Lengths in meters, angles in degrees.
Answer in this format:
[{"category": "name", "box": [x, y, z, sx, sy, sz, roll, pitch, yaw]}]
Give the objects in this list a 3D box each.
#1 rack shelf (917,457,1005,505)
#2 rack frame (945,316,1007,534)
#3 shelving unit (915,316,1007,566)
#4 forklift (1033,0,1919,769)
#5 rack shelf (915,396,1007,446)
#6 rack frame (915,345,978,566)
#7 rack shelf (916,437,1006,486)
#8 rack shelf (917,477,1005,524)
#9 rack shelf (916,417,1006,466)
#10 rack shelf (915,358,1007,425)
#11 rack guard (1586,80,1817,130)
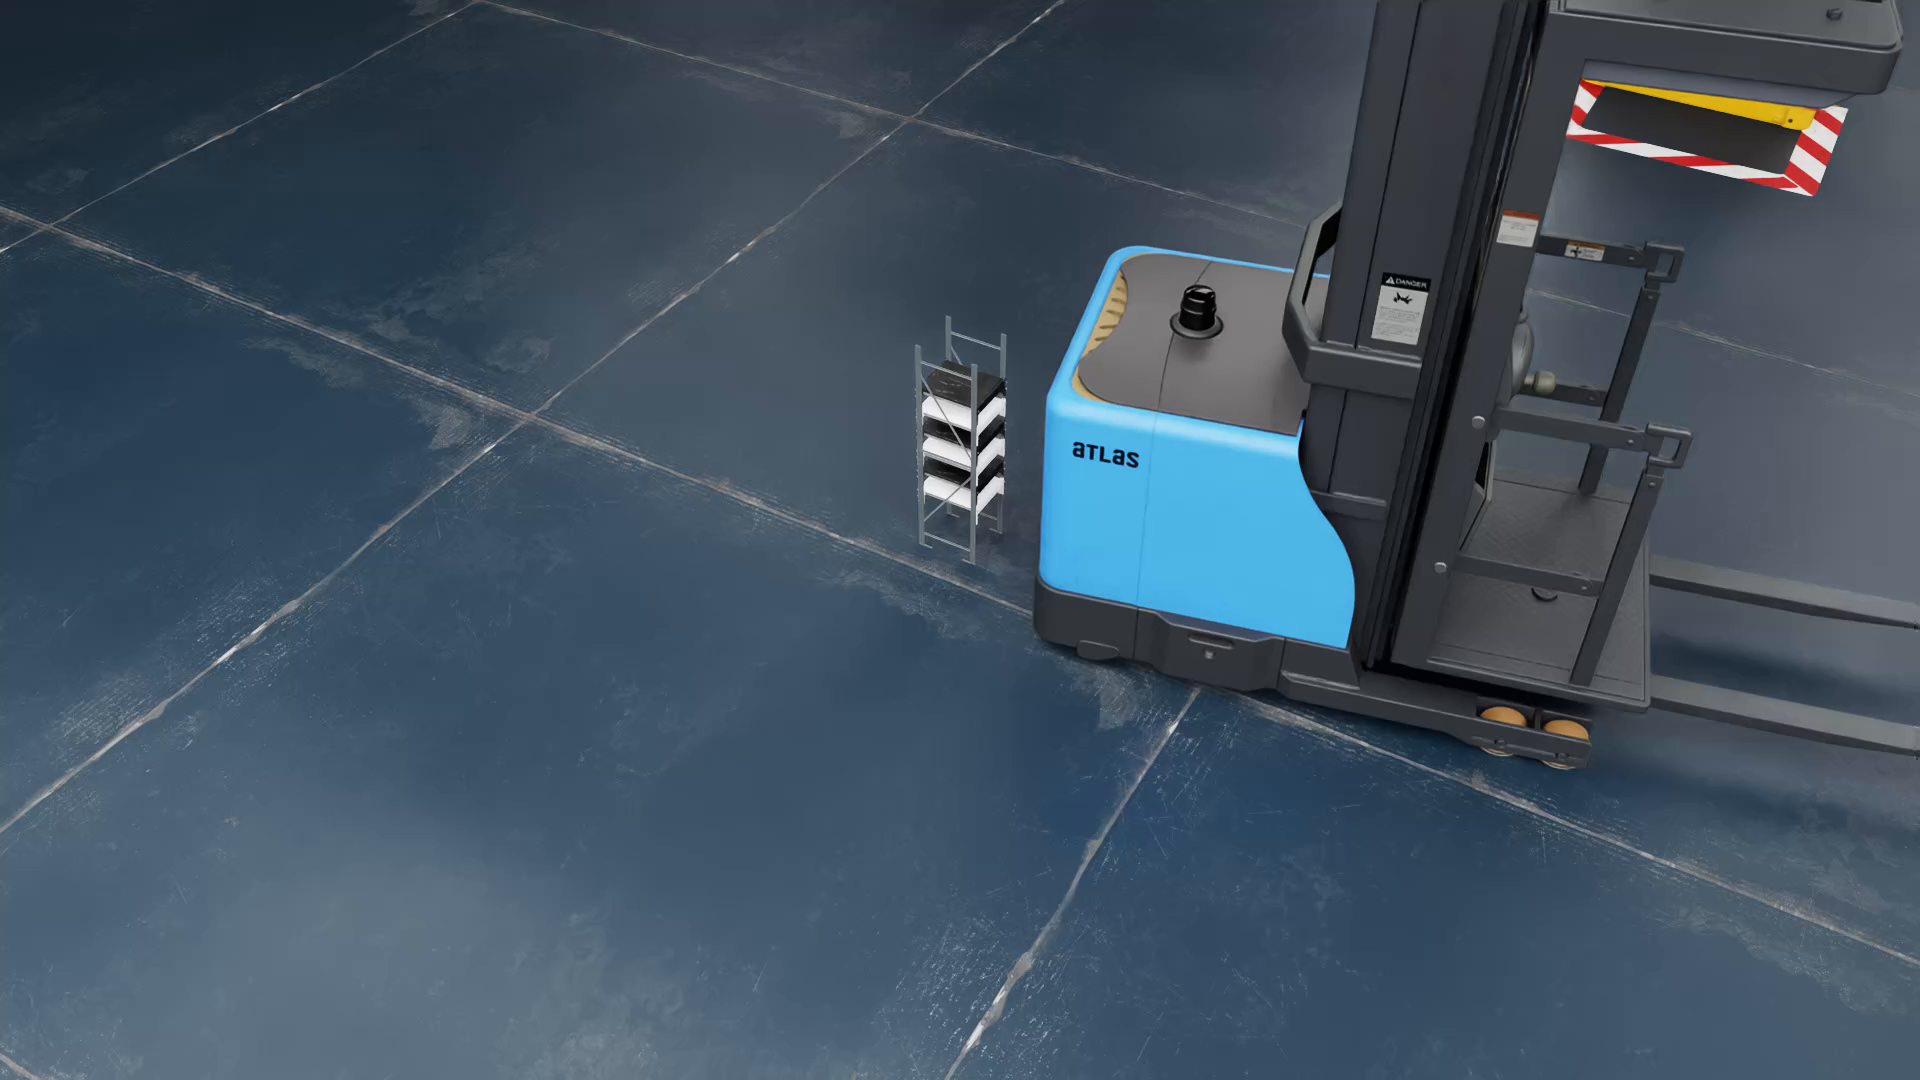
[{"category": "rack shelf", "box": [0.004, -0.250, 6.039, 0.258, 0.077, 0.200, 21, 45, 22]}, {"category": "rack frame", "box": [0.055, -0.401, 6.024, 0.240, 0.900, 0.006, 21, 45, 22]}, {"category": "shelving unit", "box": [0.004, -0.342, 5.958, 0.258, 0.900, 0.210, 21, 45, 22]}, {"category": "forklift", "box": [1.830, -0.750, 4.884, 3.031, 2.935, 1.130, 11, 43, 13]}, {"category": "rack shelf", "box": [0.004, -0.452, 5.861, 0.258, 0.077, 0.200, 21, 45, 22]}, {"category": "rack frame", "box": [-0.047, -0.284, 5.892, 0.240, 0.900, 0.006, 21, 45, 22]}, {"category": "rack shelf", "box": [0.004, -0.317, 5.980, 0.258, 0.077, 0.200, 21, 45, 22]}, {"category": "rack shelf", "box": [0.004, -0.182, 6.099, 0.258, 0.077, 0.200, 21, 45, 22]}, {"category": "rack shelf", "box": [0.004, -0.385, 5.920, 0.258, 0.077, 0.200, 21, 45, 22]}, {"category": "rack shelf", "box": [0.004, -0.520, 5.801, 0.258, 0.077, 0.200, 21, 45, 22]}, {"category": "rack guard", "box": [3.993, -2.603, 8.827, 1.175, 0.500, 0.348, 21, 45, 22]}]
